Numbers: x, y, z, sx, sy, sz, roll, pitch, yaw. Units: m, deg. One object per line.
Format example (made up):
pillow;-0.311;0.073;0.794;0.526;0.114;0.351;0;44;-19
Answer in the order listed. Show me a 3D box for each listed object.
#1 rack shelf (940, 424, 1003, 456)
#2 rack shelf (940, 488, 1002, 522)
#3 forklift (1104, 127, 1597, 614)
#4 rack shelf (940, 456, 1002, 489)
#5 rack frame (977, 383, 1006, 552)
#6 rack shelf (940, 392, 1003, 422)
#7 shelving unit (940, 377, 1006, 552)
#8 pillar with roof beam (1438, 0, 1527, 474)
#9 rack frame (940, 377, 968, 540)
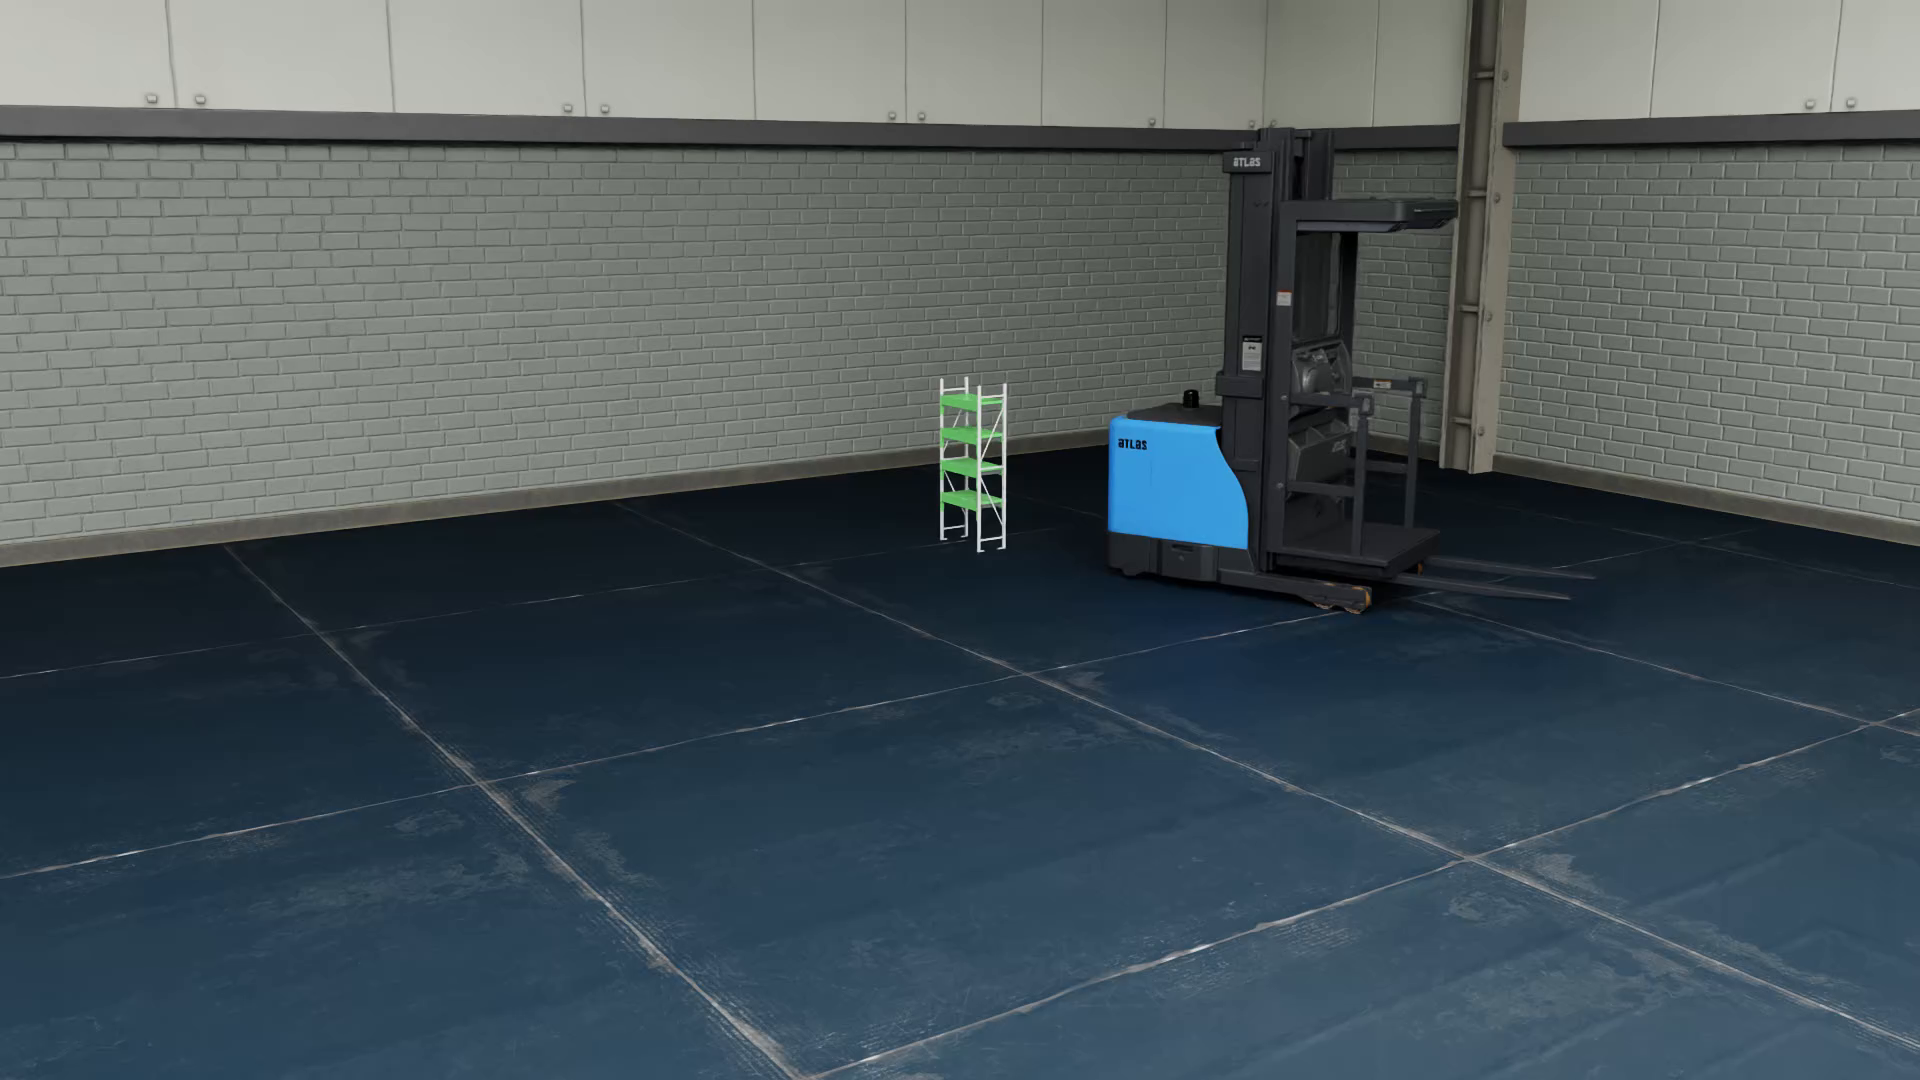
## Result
rack shelf;0.092;-0.729;12.061;0.258;0.148;0.480;-8;15;-33
rack shelf;0.092;-0.260;12.164;0.258;0.148;0.480;-8;15;-33
forklift;2.491;-1.105;10.556;3.031;2.935;1.130;8;15;32
rack shelf;0.092;-0.494;12.113;0.258;0.148;0.480;-8;15;-33
rack frame;0.227;-0.513;11.901;0.240;1.200;0.015;-8;15;-33
rack shelf;0.092;-0.963;12.010;0.258;0.148;0.480;-8;15;-33
shelving unit;0.092;-0.557;12.099;0.258;1.200;0.503;-8;15;-33
pillar with roof beam;1.089;-4.541;12.061;9.100;9.000;0.400;-8;15;-33
rack frame;-0.043;-0.600;12.297;0.240;1.200;0.015;-8;15;-33
